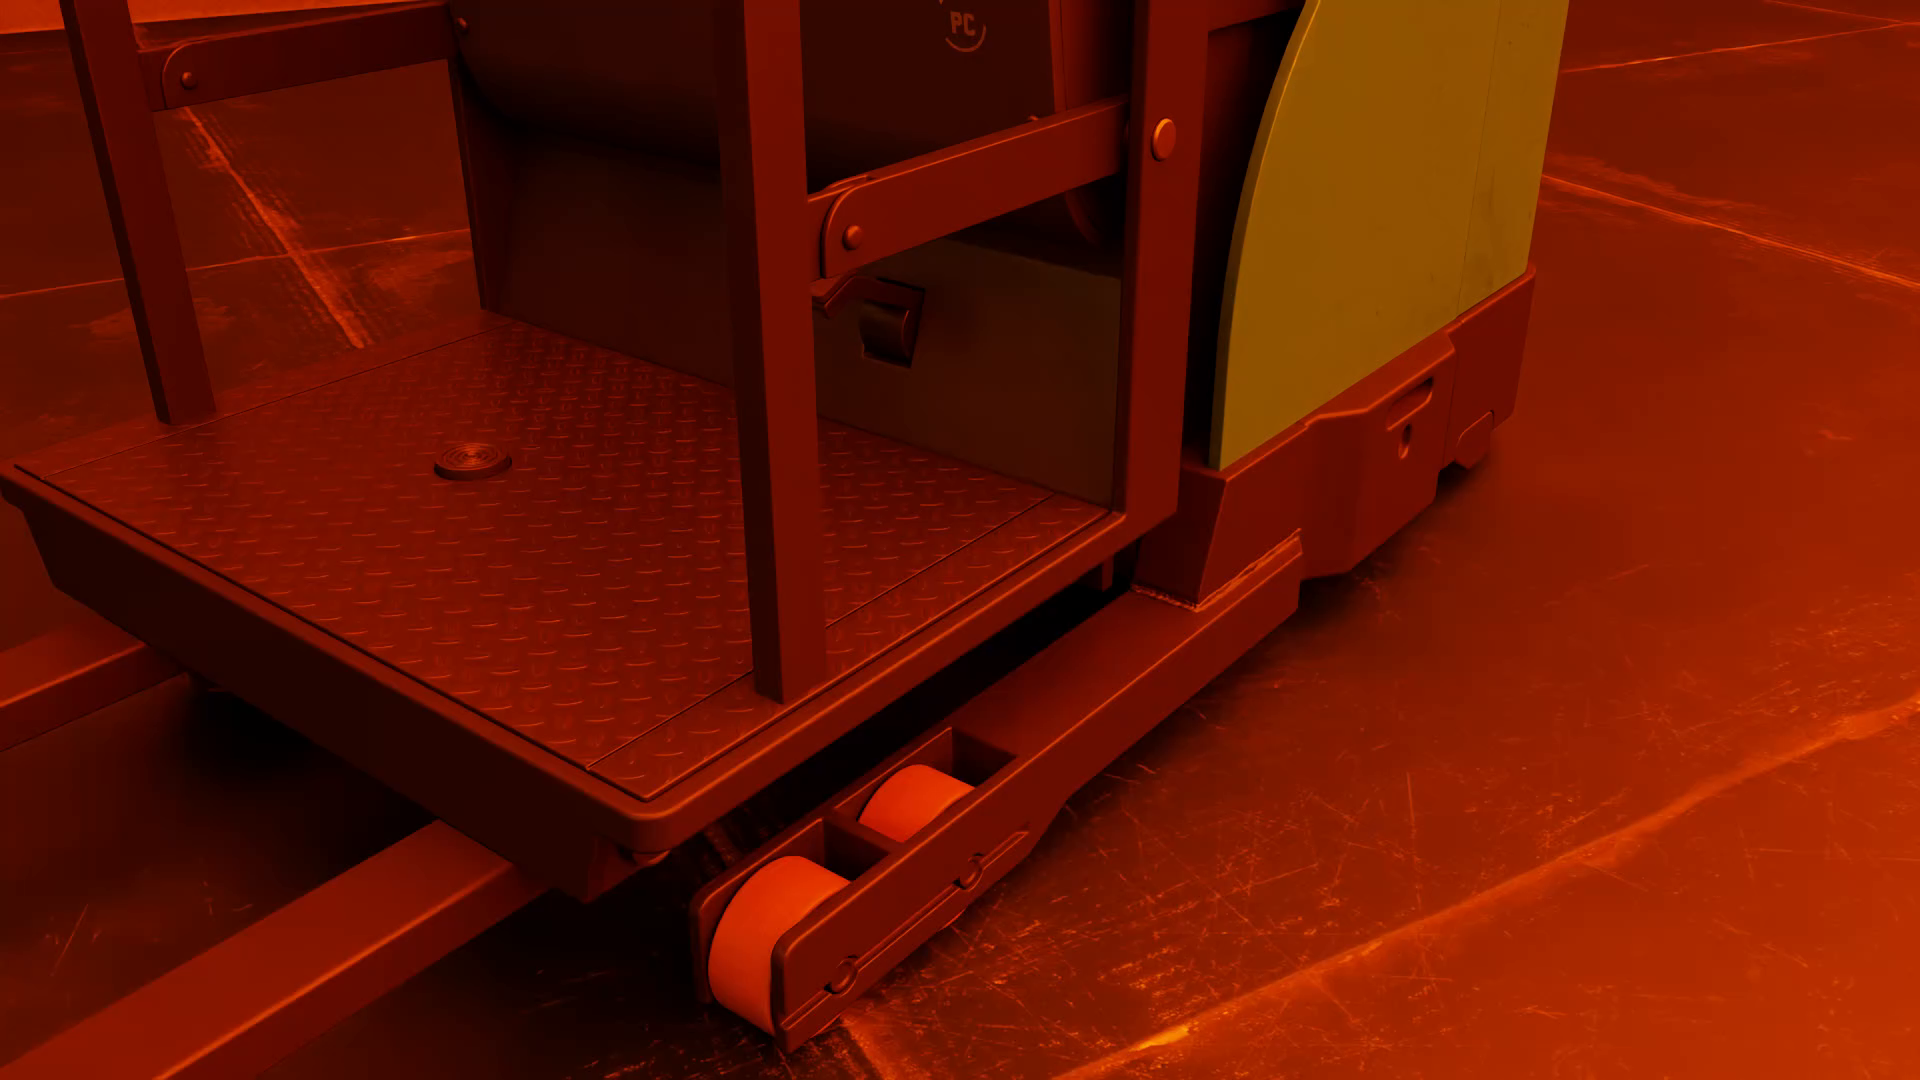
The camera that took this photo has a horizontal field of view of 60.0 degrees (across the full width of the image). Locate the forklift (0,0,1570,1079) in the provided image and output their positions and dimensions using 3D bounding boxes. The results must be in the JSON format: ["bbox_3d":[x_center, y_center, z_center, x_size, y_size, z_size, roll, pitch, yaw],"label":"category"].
[{"bbox_3d":[-0.375,-1.090,1.409,1.130,2.935,3.031,19,33,33],"label":"forklift"}]
